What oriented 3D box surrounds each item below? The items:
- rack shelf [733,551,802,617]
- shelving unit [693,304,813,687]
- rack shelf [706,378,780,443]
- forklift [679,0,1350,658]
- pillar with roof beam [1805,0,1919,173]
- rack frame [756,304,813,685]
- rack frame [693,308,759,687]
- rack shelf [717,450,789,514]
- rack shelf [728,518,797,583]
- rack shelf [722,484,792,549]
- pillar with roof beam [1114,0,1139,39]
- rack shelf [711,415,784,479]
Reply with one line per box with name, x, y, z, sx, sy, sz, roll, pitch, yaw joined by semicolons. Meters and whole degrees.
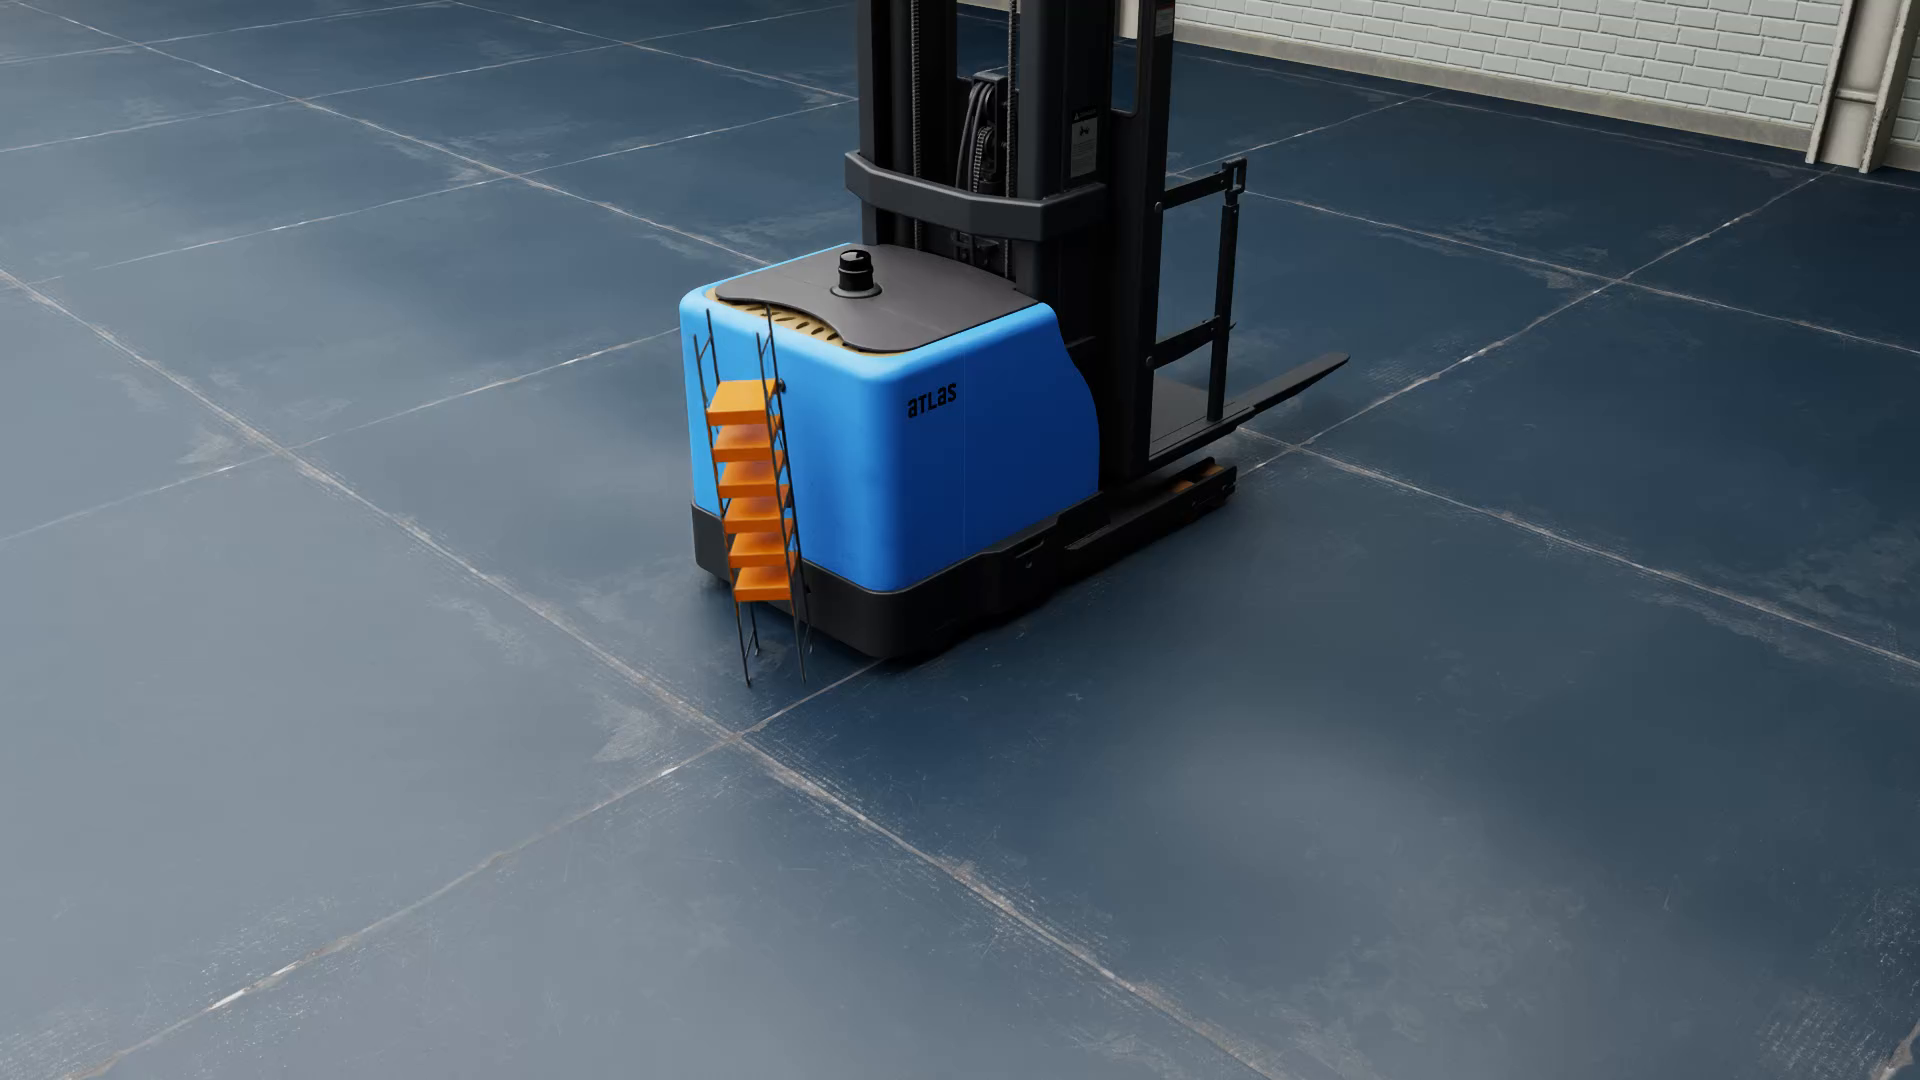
rack shelf;-0.610;0.134;5.304;0.180;0.103;0.258;-3;28;4
shelving unit;-0.630;-0.118;5.173;0.189;1.200;0.258;-3;28;4
rack shelf;-0.652;-0.397;5.027;0.180;0.103;0.258;-3;28;4
forklift;0.433;-1.508;5.969;1.130;2.935;3.031;24;36;38
pillar with roof beam;2.822;-5.042;6.170;0.400;9.000;9.100;25;36;38
rack frame;-0.539;-0.122;5.167;0.006;1.200;0.240;-3;28;4
rack frame;-0.721;-0.114;5.179;0.006;1.200;0.240;-3;28;4
rack shelf;-0.636;-0.185;5.138;0.180;0.103;0.258;-3;28;4
rack shelf;-0.619;0.028;5.249;0.180;0.103;0.258;-3;28;4
rack shelf;-0.627;-0.078;5.193;0.180;0.103;0.258;-3;28;4
pillar with roof beam;-1.456;-7.000;9.893;0.400;9.000;9.100;25;36;38
rack shelf;-0.644;-0.291;5.083;0.180;0.103;0.258;-3;28;4
